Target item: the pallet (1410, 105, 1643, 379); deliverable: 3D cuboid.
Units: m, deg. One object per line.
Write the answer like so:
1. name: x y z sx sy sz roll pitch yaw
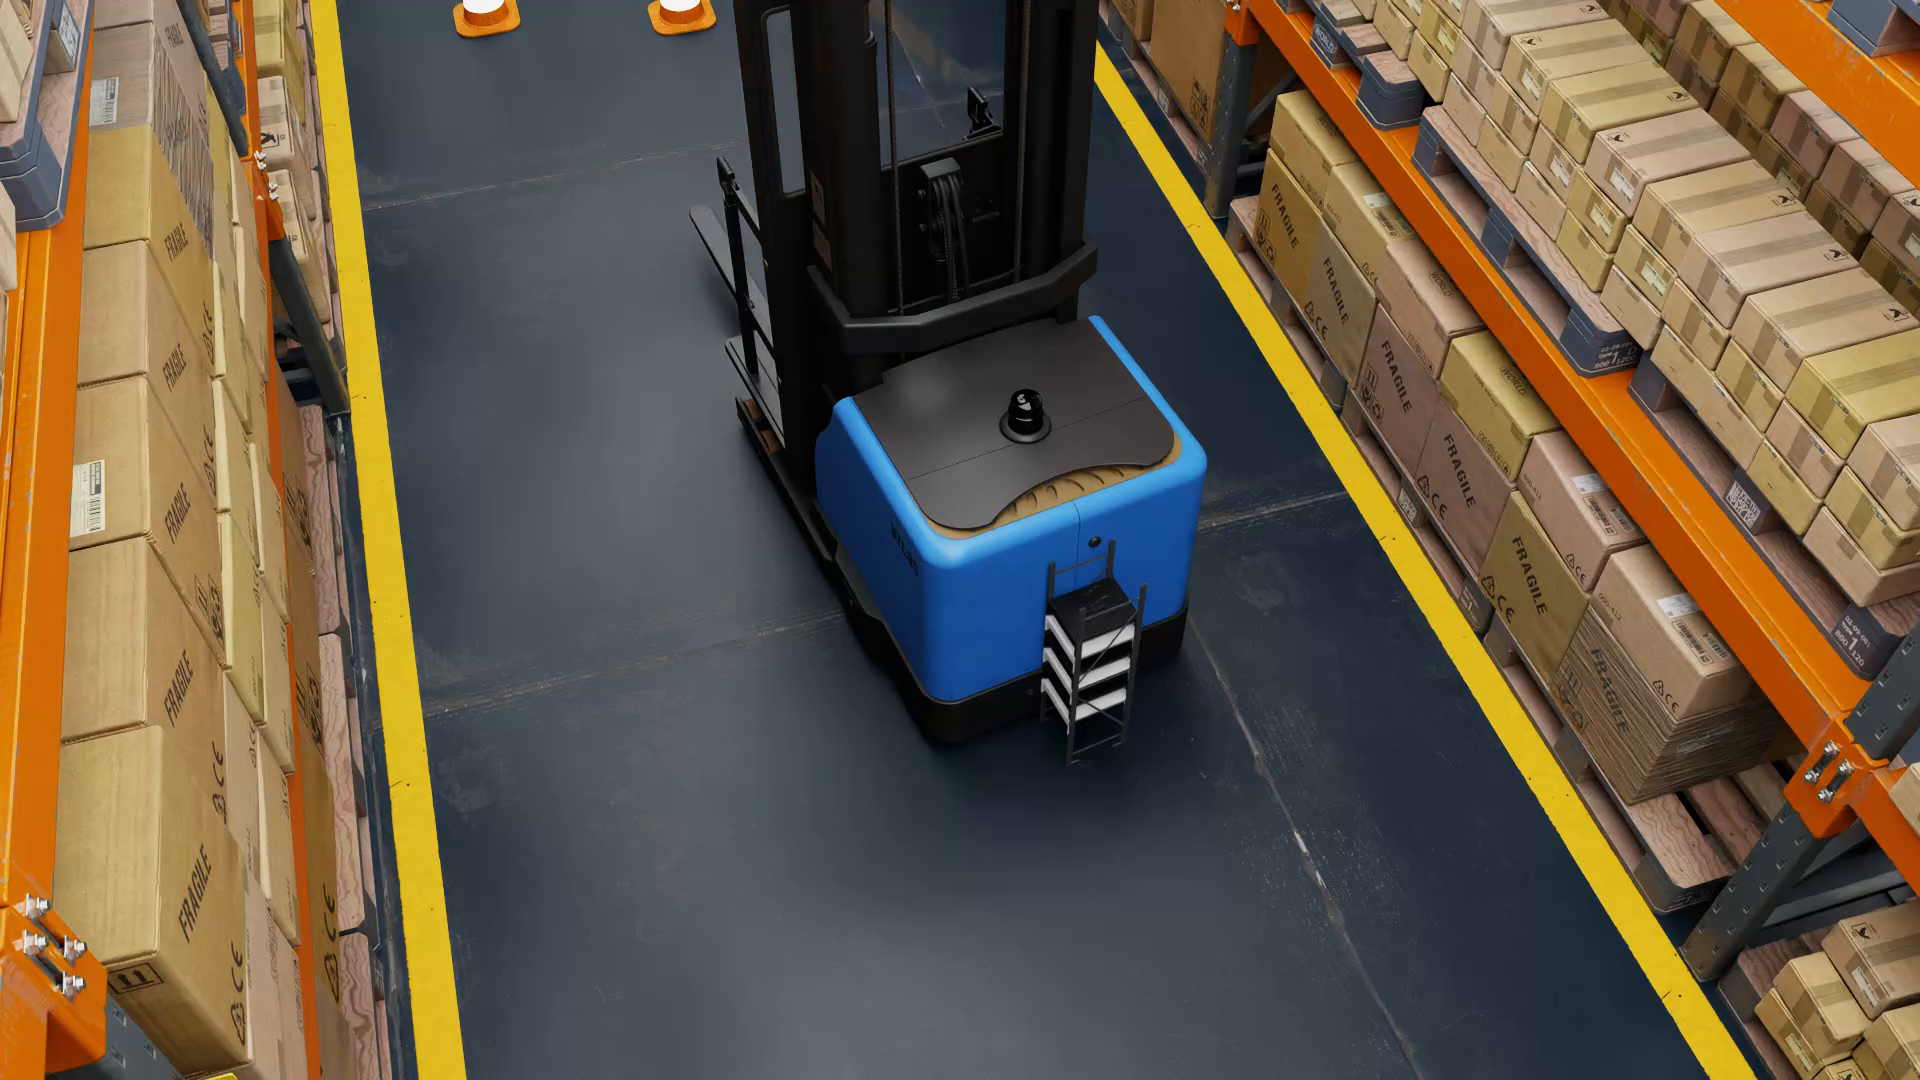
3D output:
1. pallet: 2.272 -1.122 5.650 1.003 0.211 1.213 -13 51 -11

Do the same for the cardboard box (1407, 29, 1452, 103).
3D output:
1. cardboard box: 1.827 -1.713 5.912 0.380 0.149 0.250 -11 51 -9

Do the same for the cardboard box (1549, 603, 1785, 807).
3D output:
1. cardboard box: 2.371 0.487 5.527 0.500 0.500 0.500 -14 51 -12

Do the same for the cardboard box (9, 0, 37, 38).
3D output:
1. cardboard box: -2.253 -1.341 3.406 0.500 0.500 0.500 -13 51 -11

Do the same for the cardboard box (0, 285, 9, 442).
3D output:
1. cardboard box: -1.852 -0.350 2.571 0.500 0.500 0.500 -14 51 -12

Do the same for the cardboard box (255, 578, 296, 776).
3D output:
1. cardboard box: -2.037 0.405 4.334 0.500 0.250 0.500 -14 51 -11

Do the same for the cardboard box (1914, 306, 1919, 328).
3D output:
1. cardboard box: 2.998 -0.619 4.794 0.380 0.149 0.250 -12 51 -10

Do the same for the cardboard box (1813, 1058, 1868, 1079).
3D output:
1. cardboard box: 2.710 1.617 4.804 0.380 0.149 0.250 -12 51 -10

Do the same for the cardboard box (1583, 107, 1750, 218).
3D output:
1. cardboard box: 2.140 -1.147 5.045 0.380 0.149 0.250 -15 52 -13

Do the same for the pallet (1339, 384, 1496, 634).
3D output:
1. pallet: 2.234 -0.262 6.622 1.003 0.211 1.213 -13 51 -11

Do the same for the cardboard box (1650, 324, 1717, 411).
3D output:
1. cardboard box: 2.301 -0.554 4.935 0.380 0.149 0.250 -16 52 -13

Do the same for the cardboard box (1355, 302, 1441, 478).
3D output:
1. cardboard box: 1.921 -0.636 6.474 0.500 0.500 0.500 -14 51 -12

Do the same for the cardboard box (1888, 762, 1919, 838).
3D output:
1. cardboard box: 2.601 0.662 4.184 0.380 0.149 0.250 -12 51 -10

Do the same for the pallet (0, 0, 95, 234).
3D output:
1. pallet: -2.477 -1.059 3.633 1.003 0.211 1.213 -11 51 -9

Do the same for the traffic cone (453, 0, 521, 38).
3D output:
1. traffic cone: -2.530 -2.942 8.718 0.336 0.463 0.334 -13 51 -11

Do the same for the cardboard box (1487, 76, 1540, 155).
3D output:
1. cardboard box: 1.981 -1.432 5.480 0.380 0.149 0.250 -14 51 -11

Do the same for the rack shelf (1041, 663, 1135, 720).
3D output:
1. rack shelf: 0.438 0.477 5.710 0.258 0.077 0.200 -20 53 -16

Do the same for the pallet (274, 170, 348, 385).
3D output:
1. pallet: -3.281 -1.100 7.329 1.003 0.211 1.213 -13 51 -11

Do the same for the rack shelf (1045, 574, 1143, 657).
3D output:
1. rack shelf: 0.438 0.245 5.435 0.258 0.077 0.200 -20 53 -16

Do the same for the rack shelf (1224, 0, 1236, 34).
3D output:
1. rack shelf: 1.056 -3.850 8.294 1.077 0.370 4.000 -13 51 -11

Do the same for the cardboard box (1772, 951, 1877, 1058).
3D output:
1. cardboard box: 2.632 1.325 4.856 0.380 0.149 0.250 -11 51 -9

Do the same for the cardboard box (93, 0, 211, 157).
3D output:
1. cardboard box: -2.649 -1.464 5.092 0.500 0.500 0.500 -15 51 -12

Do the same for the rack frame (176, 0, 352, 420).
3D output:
1. rack frame: -3.052 -1.428 5.781 1.000 3.000 0.127 -13 51 -11

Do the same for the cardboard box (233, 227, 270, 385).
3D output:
1. cardboard box: -2.488 -0.699 5.265 0.500 0.250 0.500 -12 51 -10

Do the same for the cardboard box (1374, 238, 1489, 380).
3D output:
1. cardboard box: 1.904 -0.899 6.206 0.500 0.250 0.500 -13 51 -11

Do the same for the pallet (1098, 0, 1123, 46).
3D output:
1. pallet: 1.129 -3.204 9.103 1.003 0.211 1.213 -13 51 -11

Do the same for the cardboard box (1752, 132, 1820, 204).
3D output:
1. cardboard box: 2.760 -1.199 5.283 0.380 0.149 0.250 -14 51 -12

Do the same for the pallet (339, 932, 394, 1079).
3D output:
1. pallet: -2.169 1.846 4.845 1.003 0.211 1.213 -13 51 -11

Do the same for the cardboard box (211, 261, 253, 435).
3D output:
1. cardboard box: -2.340 -0.501 4.772 0.500 0.250 0.500 -15 51 -12

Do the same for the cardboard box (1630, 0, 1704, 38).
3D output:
1. cardboard box: 2.528 -1.866 5.651 0.380 0.149 0.250 -13 51 -11

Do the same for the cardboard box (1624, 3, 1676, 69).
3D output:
1. cardboard box: 2.534 -1.762 5.758 0.380 0.149 0.250 -14 51 -11

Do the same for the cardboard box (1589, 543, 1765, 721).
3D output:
1. cardboard box: 2.368 0.242 5.243 0.500 0.250 0.500 -15 51 -12

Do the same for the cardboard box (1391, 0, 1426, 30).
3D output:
1. cardboard box: 1.763 -1.981 5.943 0.380 0.149 0.250 -15 51 -12

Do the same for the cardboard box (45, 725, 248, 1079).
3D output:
1. cardboard box: -1.724 0.753 3.224 0.500 0.500 0.500 -13 51 -11

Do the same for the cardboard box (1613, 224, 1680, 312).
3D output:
1. cardboard box: 2.213 -0.859 4.997 0.380 0.149 0.250 -16 52 -13

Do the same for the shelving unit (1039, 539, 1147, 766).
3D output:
1. shelving unit: 0.438 0.398 5.616 0.258 0.900 0.210 -20 53 -16

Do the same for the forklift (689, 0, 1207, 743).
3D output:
1. forklift: -0.268 -1.375 5.782 1.130 2.935 3.031 -20 53 -16

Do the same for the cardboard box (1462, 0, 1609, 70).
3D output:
1. cardboard box: 1.909 -1.719 5.528 0.380 0.149 0.250 -11 51 -9

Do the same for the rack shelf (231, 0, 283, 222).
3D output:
1. rack shelf: -3.643 -2.657 7.288 1.077 0.370 4.000 -13 51 -11

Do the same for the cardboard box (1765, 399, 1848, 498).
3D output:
1. cardboard box: 2.445 -0.288 4.515 0.380 0.149 0.250 -13 51 -11

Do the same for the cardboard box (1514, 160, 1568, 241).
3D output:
1. cardboard box: 2.056 -1.145 5.432 0.380 0.149 0.250 -15 51 -12

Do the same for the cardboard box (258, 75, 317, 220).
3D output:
1. cardboard box: -3.435 -1.668 7.428 0.950 0.372 0.625 -14 51 -12

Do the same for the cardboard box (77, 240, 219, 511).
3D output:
1. cardboard box: -2.206 -0.356 4.158 0.500 0.500 0.500 -14 51 -12

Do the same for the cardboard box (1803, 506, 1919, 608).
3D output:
1. cardboard box: 2.524 0.001 4.467 0.380 0.149 0.250 -14 51 -12

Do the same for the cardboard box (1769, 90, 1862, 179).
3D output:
1. cardboard box: 2.770 -1.281 5.158 0.380 0.149 0.250 -12 51 -10

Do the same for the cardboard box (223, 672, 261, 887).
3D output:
1. cardboard box: -1.910 0.621 3.825 0.500 0.250 0.500 -13 51 -10

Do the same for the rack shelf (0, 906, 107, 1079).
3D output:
1. rack shelf: -1.277 2.219 1.215 1.077 0.370 4.000 -13 51 -11

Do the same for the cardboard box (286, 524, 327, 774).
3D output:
1. cardboard box: -2.667 0.297 5.442 0.875 0.875 0.875 -13 51 -11

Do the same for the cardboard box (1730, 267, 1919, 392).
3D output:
1. cardboard box: 2.370 -0.580 4.567 0.380 0.149 0.250 -15 51 -12
